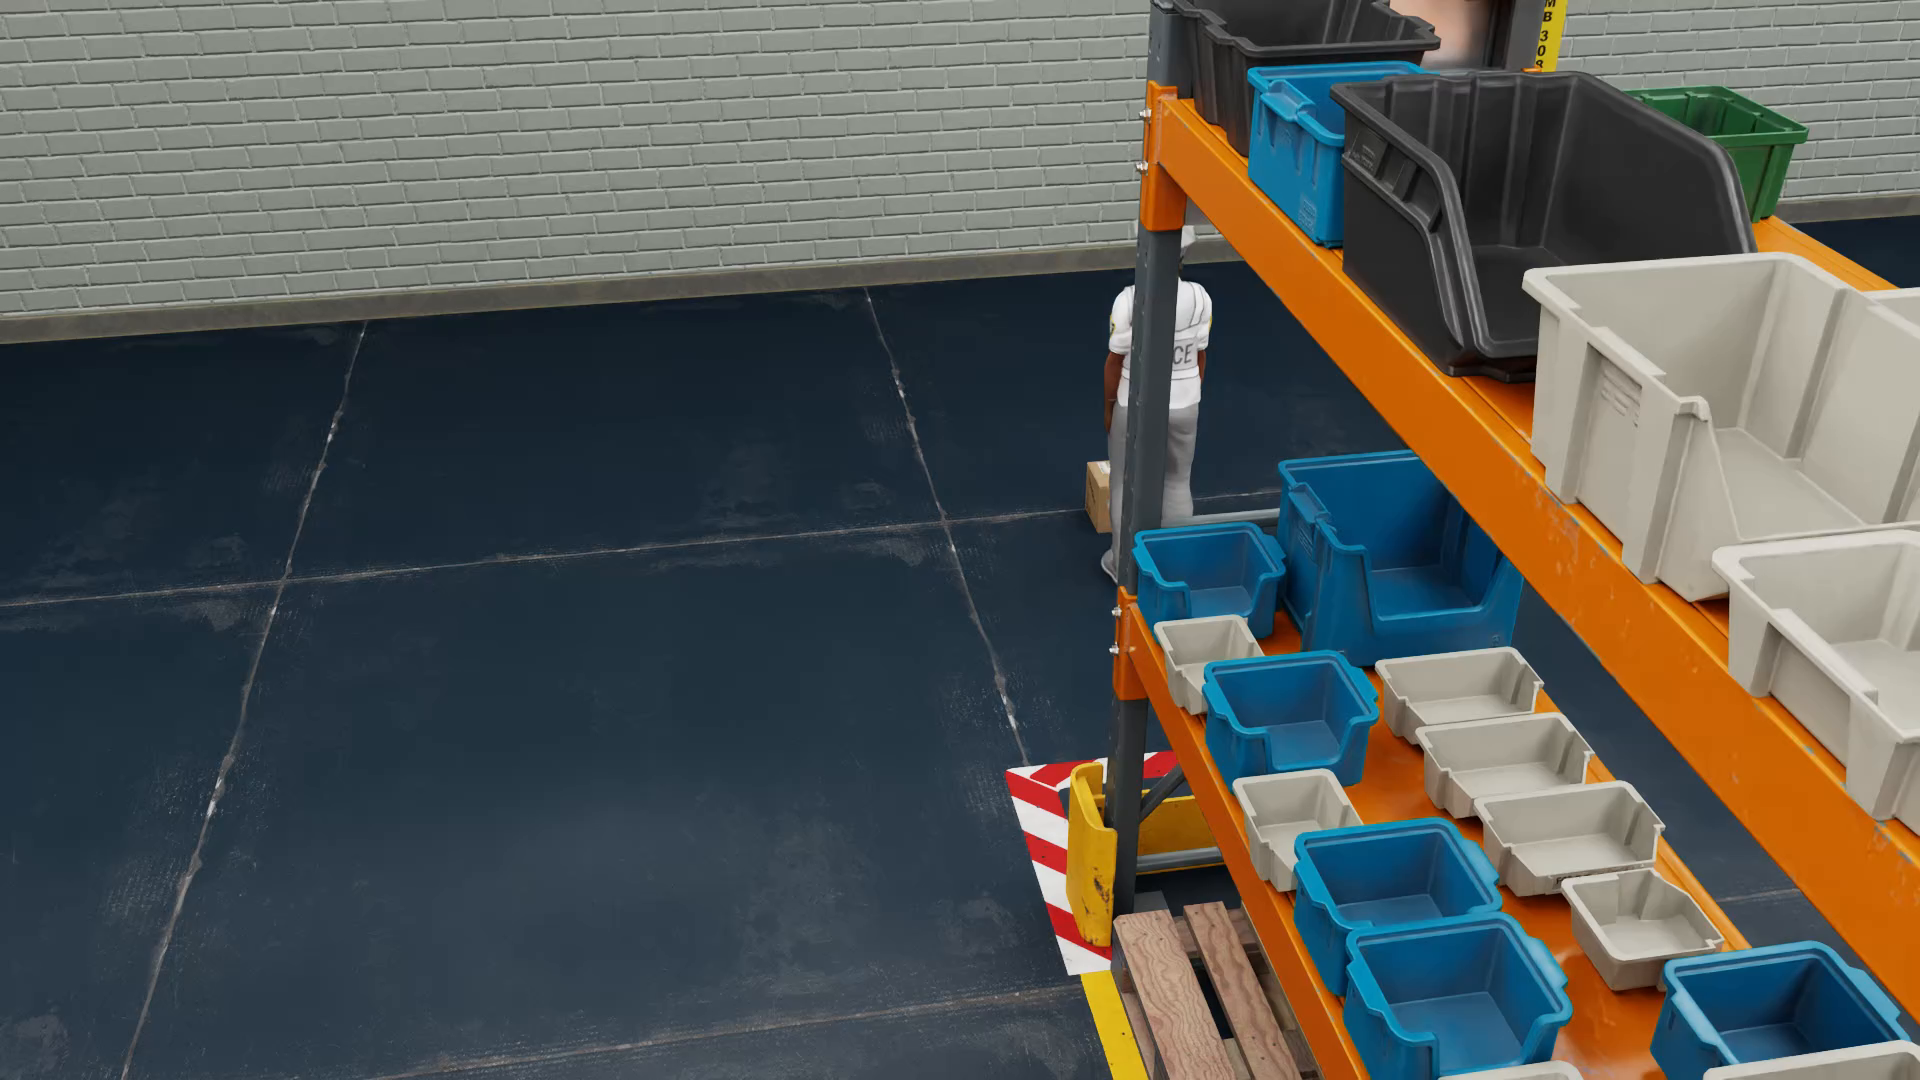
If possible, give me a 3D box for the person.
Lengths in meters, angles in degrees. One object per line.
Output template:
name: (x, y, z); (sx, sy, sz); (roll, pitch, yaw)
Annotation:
person: (0.814, -0.571, 7.083); (0.437, 1.672, 0.341); (-5, 31, -8)
